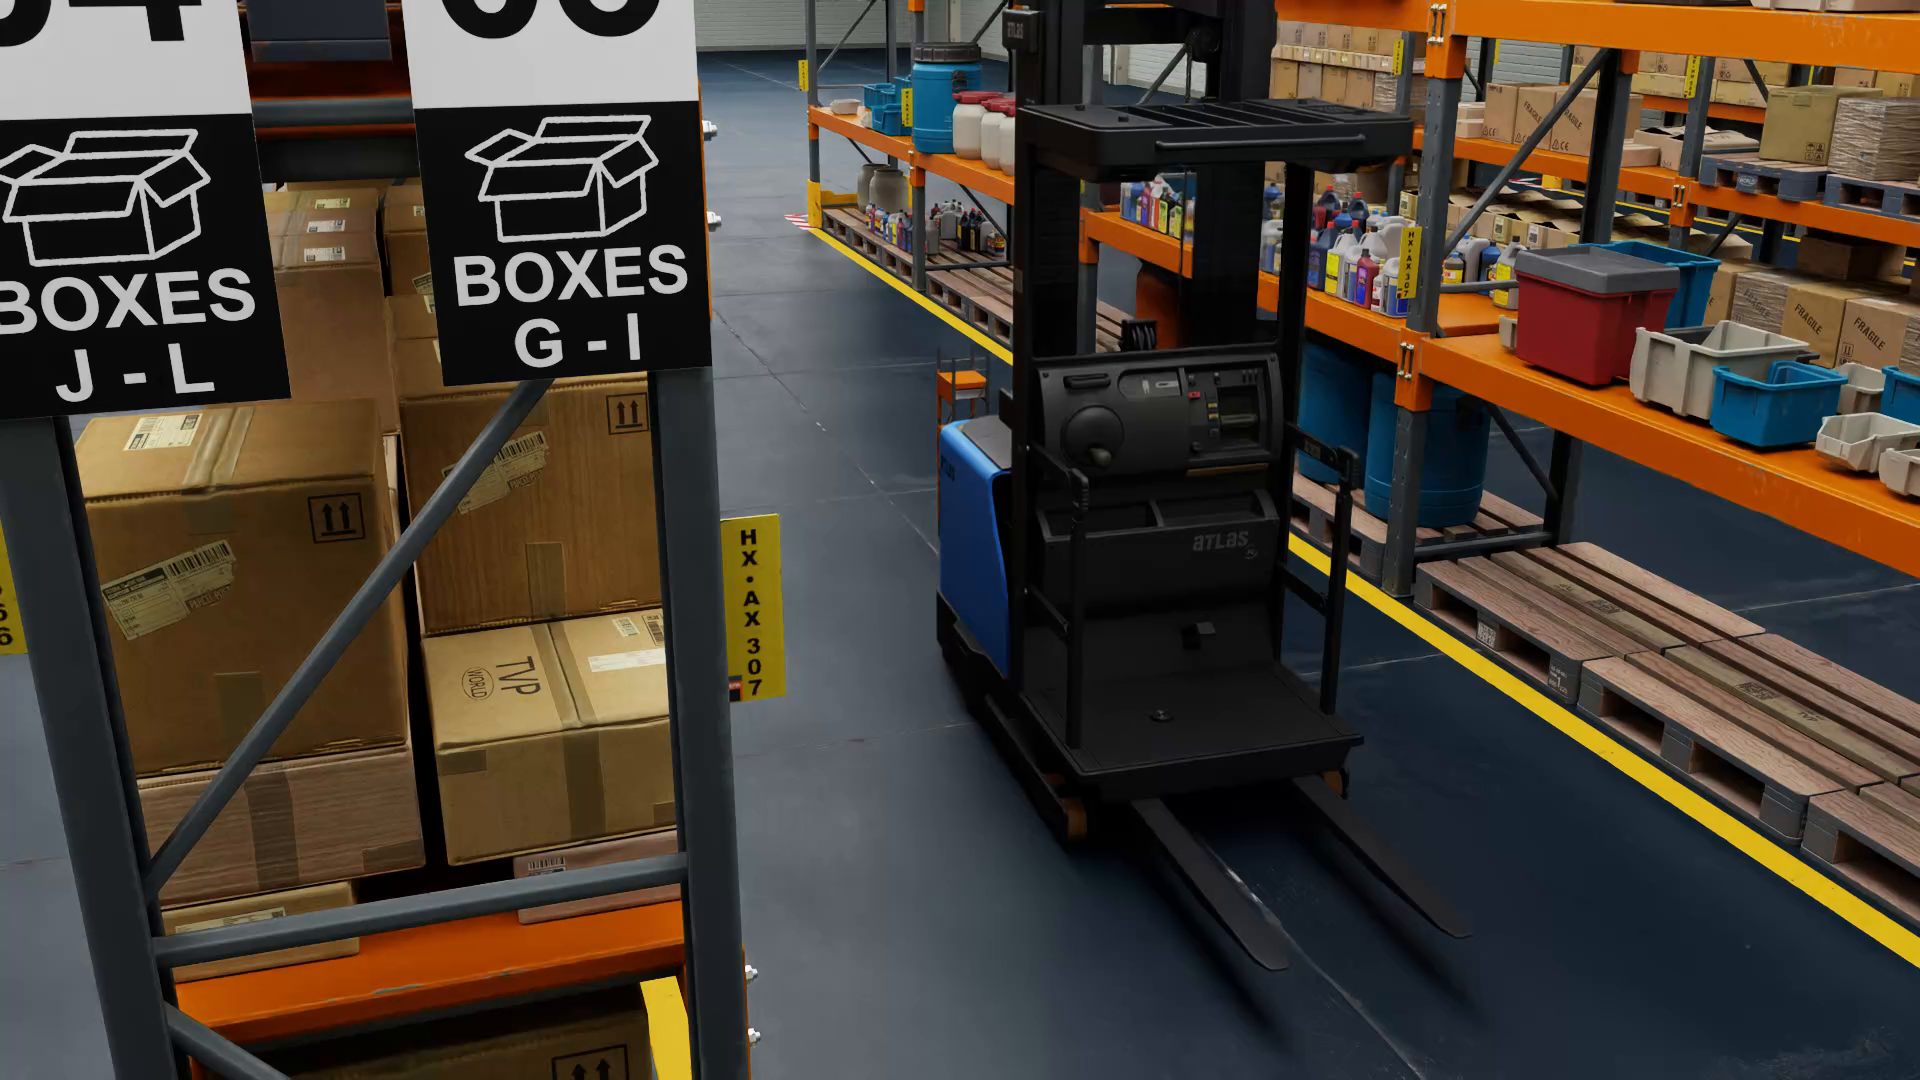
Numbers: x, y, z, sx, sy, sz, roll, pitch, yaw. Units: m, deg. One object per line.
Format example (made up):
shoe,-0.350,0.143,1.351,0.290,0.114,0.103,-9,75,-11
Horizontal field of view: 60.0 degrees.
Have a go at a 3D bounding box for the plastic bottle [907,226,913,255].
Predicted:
plastic bottle,-0.418,-2.896,15.810,0.144,0.351,0.185,-7,21,-19

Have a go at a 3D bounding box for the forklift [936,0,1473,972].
forklift,0.796,-0.450,5.833,1.130,2.935,3.031,-6,21,-15

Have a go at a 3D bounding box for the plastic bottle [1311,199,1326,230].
plastic bottle,2.128,-1.895,9.928,0.061,0.283,0.133,-6,21,-17

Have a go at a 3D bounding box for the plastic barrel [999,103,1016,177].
plastic barrel,0.517,-3.119,12.961,0.433,0.535,0.433,0,20,0

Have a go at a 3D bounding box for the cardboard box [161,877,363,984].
cardboard box,-1.297,0.657,3.023,0.380,0.149,0.250,-6,21,-16

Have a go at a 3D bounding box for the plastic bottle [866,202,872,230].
plastic bottle,-0.925,-3.351,17.195,0.097,0.271,0.097,0,20,0

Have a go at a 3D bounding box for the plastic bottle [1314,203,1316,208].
plastic bottle,2.206,-1.970,10.136,0.061,0.283,0.133,-6,21,-17

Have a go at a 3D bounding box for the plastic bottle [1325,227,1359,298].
plastic bottle,1.973,-1.429,8.531,0.144,0.351,0.185,-6,21,-17

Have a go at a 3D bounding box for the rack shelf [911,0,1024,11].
rack shelf,0.686,-4.191,12.774,1.077,0.370,4.000,-6,21,-17

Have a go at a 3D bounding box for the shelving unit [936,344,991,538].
shelving unit,0.017,-0.477,8.691,0.215,1.050,0.252,-6,21,-17

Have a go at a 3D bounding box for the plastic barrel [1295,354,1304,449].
plastic barrel,2.102,-0.813,9.803,0.421,0.512,0.421,0,20,0

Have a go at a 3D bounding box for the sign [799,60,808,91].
sign,-1.723,-5.116,18.314,0.100,0.325,0.005,-6,21,-17

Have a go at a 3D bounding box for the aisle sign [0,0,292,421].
aisle sign,-1.135,-0.551,2.167,0.394,0.787,0.004,-6,21,-17

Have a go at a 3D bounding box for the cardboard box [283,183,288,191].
cardboard box,-3.328,-1.647,8.916,0.500,0.500,0.500,-7,21,-19

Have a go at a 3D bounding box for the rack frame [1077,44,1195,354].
rack frame,1.315,-2.476,11.372,1.000,3.000,0.127,-6,21,-17

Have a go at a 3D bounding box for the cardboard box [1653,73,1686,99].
cardboard box,8.545,-5.353,19.574,0.500,0.250,0.500,-6,21,-17

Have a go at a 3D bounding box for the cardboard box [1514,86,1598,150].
cardboard box,5.310,-3.754,14.782,0.500,0.500,0.500,-6,21,-17

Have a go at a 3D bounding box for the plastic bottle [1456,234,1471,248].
plastic bottle,2.663,-1.478,8.785,0.097,0.271,0.097,0,20,0

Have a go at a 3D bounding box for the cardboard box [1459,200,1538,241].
cardboard box,4.971,-2.966,15.353,0.500,0.311,0.500,-7,21,-19

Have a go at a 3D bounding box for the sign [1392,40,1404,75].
sign,4.235,-4.670,16.083,0.100,0.325,0.005,-6,21,-17

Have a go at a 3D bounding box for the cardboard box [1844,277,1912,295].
cardboard box,6.698,-1.590,11.954,0.500,0.500,0.500,-7,21,-19

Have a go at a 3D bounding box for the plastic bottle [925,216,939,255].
plastic bottle,-0.281,-2.911,15.852,0.144,0.351,0.185,-6,21,-17

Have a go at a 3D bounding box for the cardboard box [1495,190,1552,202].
cardboard box,5.330,-3.186,15.967,0.500,0.311,0.500,-6,21,-16

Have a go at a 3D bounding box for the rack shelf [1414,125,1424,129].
rack shelf,4.133,-4.588,18.316,1.077,0.370,4.000,-6,21,-17

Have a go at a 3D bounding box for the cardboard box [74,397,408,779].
cardboard box,-1.275,0.067,2.966,0.500,0.500,0.500,-6,21,-17

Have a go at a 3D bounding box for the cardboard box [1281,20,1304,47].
cardboard box,3.985,-5.728,18.359,0.700,0.500,0.500,-6,21,-17

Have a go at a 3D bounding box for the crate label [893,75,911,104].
crate label,-0.364,-4.498,16.949,0.502,0.435,0.616,-6,21,-17

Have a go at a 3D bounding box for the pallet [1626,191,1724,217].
pallet,8.831,-4.104,20.030,1.003,0.211,1.213,-6,21,-17

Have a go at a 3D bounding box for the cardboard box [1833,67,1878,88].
cardboard box,9.590,-4.899,17.321,0.700,0.500,0.500,-6,21,-17

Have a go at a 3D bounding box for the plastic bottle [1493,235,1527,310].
plastic bottle,2.757,-1.329,8.253,0.144,0.351,0.185,-6,21,-17

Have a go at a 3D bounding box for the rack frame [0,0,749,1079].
rack frame,-0.876,0.618,2.759,0.949,2.616,0.053,-6,21,-17

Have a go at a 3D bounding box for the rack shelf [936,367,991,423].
rack shelf,0.017,-0.734,8.599,0.215,0.259,0.240,-6,21,-17

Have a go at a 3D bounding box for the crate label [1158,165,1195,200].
crate label,1.538,-2.572,11.888,0.303,0.233,0.416,-6,21,-17

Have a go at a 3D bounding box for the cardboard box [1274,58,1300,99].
cardboard box,3.959,-5.136,18.631,0.700,0.500,0.500,-6,21,-17

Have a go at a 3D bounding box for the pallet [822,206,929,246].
pallet,-0.881,-3.450,18.210,1.003,0.211,1.213,-6,21,-17

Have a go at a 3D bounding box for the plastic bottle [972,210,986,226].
plastic bottle,0.198,-3.023,16.163,0.144,0.351,0.185,-6,21,-16

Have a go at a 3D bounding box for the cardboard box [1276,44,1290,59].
cardboard box,3.749,-5.441,18.519,0.380,0.149,0.250,-7,21,-19

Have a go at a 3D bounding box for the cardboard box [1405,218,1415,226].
cardboard box,4.653,-3.032,16.368,0.500,0.250,0.500,-7,21,-19

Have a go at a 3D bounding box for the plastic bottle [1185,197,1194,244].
plastic bottle,1.415,-1.937,10.061,0.097,0.271,0.097,0,20,0

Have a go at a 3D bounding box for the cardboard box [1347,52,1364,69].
cardboard box,4.228,-4.949,17.150,0.380,0.149,0.250,-6,21,-17

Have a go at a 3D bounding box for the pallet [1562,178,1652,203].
pallet,8.451,-4.495,21.118,1.003,0.211,1.213,-6,21,-17

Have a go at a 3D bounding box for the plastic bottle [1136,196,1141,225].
plastic bottle,1.185,-2.138,10.725,0.097,0.201,0.097,0,20,0

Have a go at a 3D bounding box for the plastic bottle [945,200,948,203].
plastic bottle,-0.152,-3.394,17.294,0.061,0.283,0.133,-6,21,-16

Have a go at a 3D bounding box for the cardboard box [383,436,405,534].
cardboard box,-1.763,-0.072,4.461,0.500,0.250,0.500,-6,21,-17

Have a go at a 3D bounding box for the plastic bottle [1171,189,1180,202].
plastic bottle,1.358,-2.060,10.405,0.097,0.271,0.097,0,20,0

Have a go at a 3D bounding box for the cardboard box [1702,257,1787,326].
cardboard box,5.890,-1.855,12.691,0.500,0.500,0.500,-5,20,-15

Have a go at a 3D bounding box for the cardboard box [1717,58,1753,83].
cardboard box,8.858,-5.382,18.547,0.500,0.500,0.500,-7,21,-18

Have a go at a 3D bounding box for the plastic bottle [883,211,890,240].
plastic bottle,-0.723,-3.144,16.618,0.097,0.271,0.097,0,20,0

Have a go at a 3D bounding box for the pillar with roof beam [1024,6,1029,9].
pillar with roof beam,-2.384,-16.031,40.236,9.100,9.000,0.400,-6,21,-17

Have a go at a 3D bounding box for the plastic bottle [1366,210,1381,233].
plastic bottle,2.383,-1.764,9.580,0.097,0.271,0.097,0,20,0

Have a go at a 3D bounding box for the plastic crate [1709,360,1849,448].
plastic crate,2.941,-0.490,6.002,0.416,0.233,0.300,-6,21,-17

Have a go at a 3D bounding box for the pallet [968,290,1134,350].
pallet,0.729,-1.807,13.635,1.003,0.211,1.213,-6,21,-17
